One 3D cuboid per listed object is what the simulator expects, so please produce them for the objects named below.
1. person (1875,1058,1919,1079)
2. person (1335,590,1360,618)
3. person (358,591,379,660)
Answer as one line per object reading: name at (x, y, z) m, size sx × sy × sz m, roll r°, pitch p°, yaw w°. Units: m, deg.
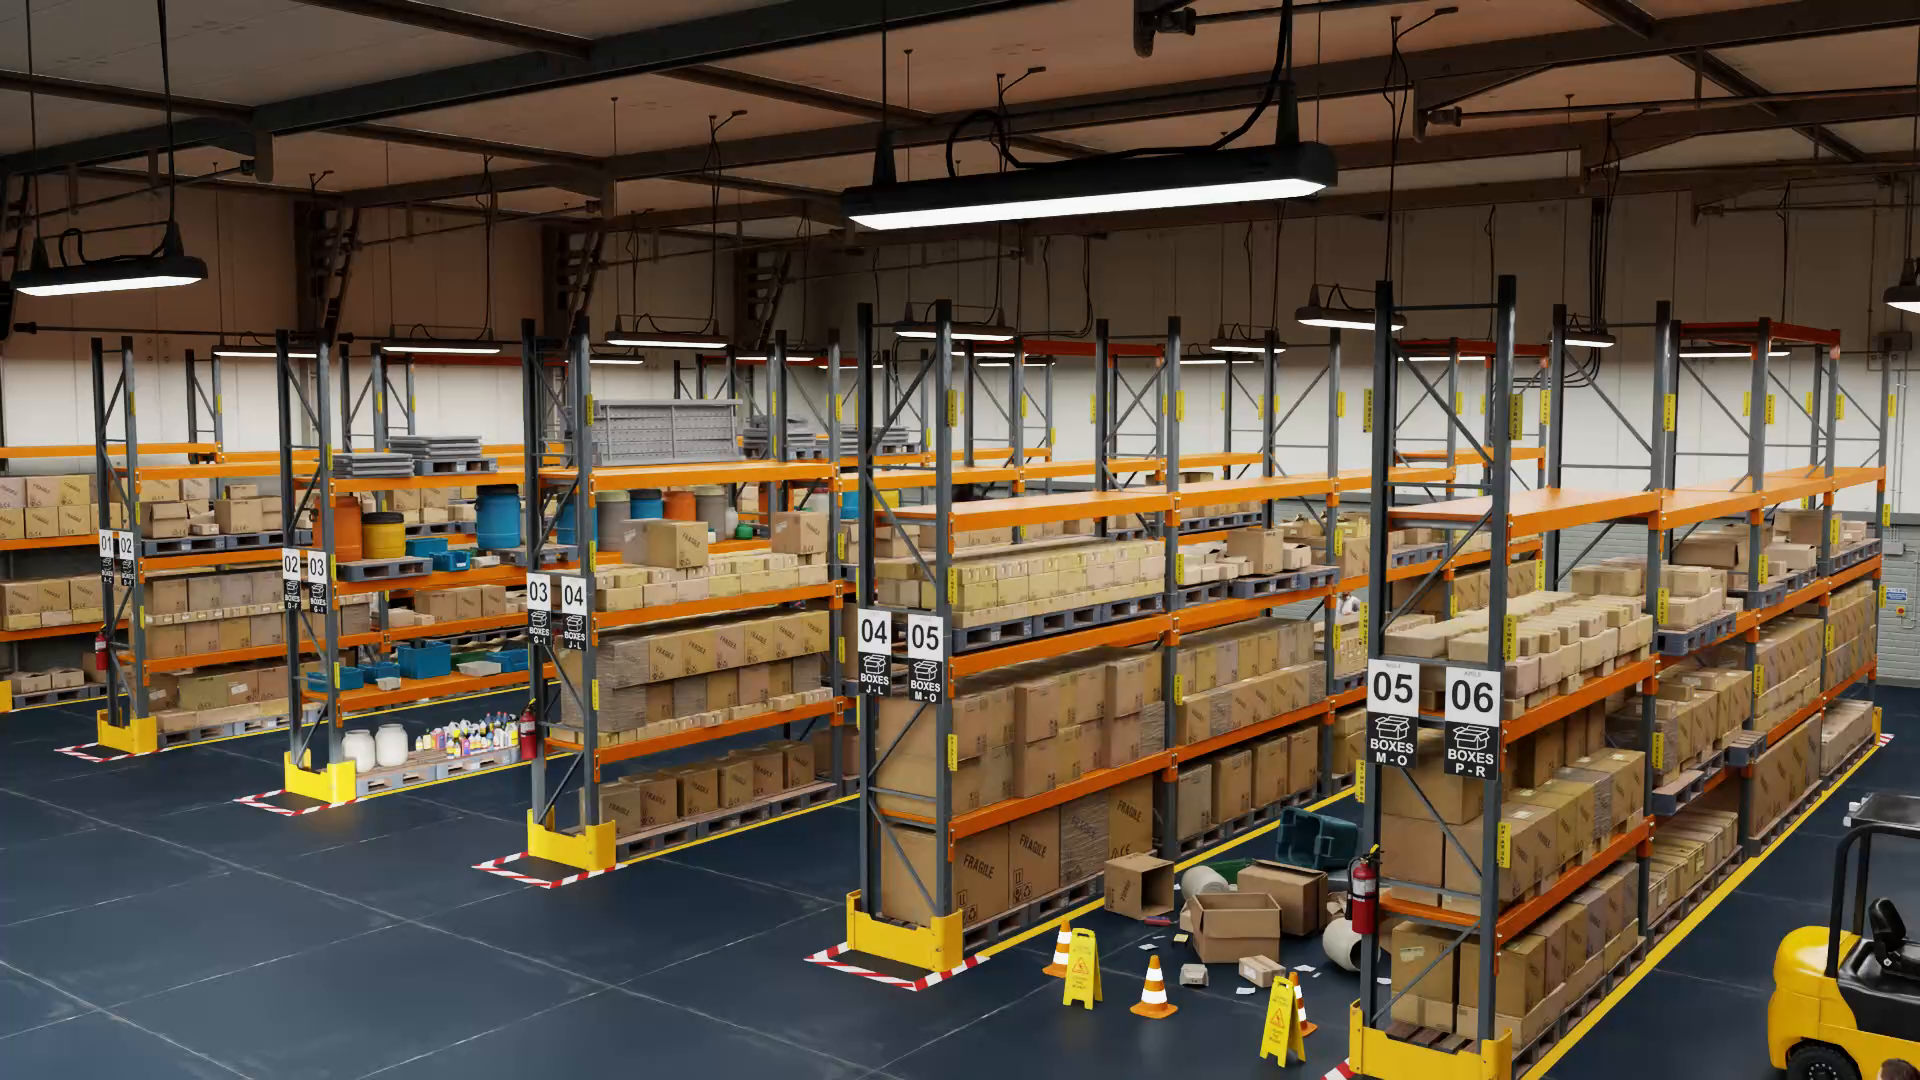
person at (4.871, 3.578, 8.875) m, size 0.482 × 1.691 × 0.469 m, roll 2°, pitch 5°, yaw 21°
person at (7.047, 1.611, 30.372) m, size 0.671 × 1.747 × 0.995 m, roll 4°, pitch 6°, yaw 36°
person at (-11.118, 1.525, 31.405) m, size 0.451 × 1.777 × 0.602 m, roll -2°, pitch 5°, yaw -18°
